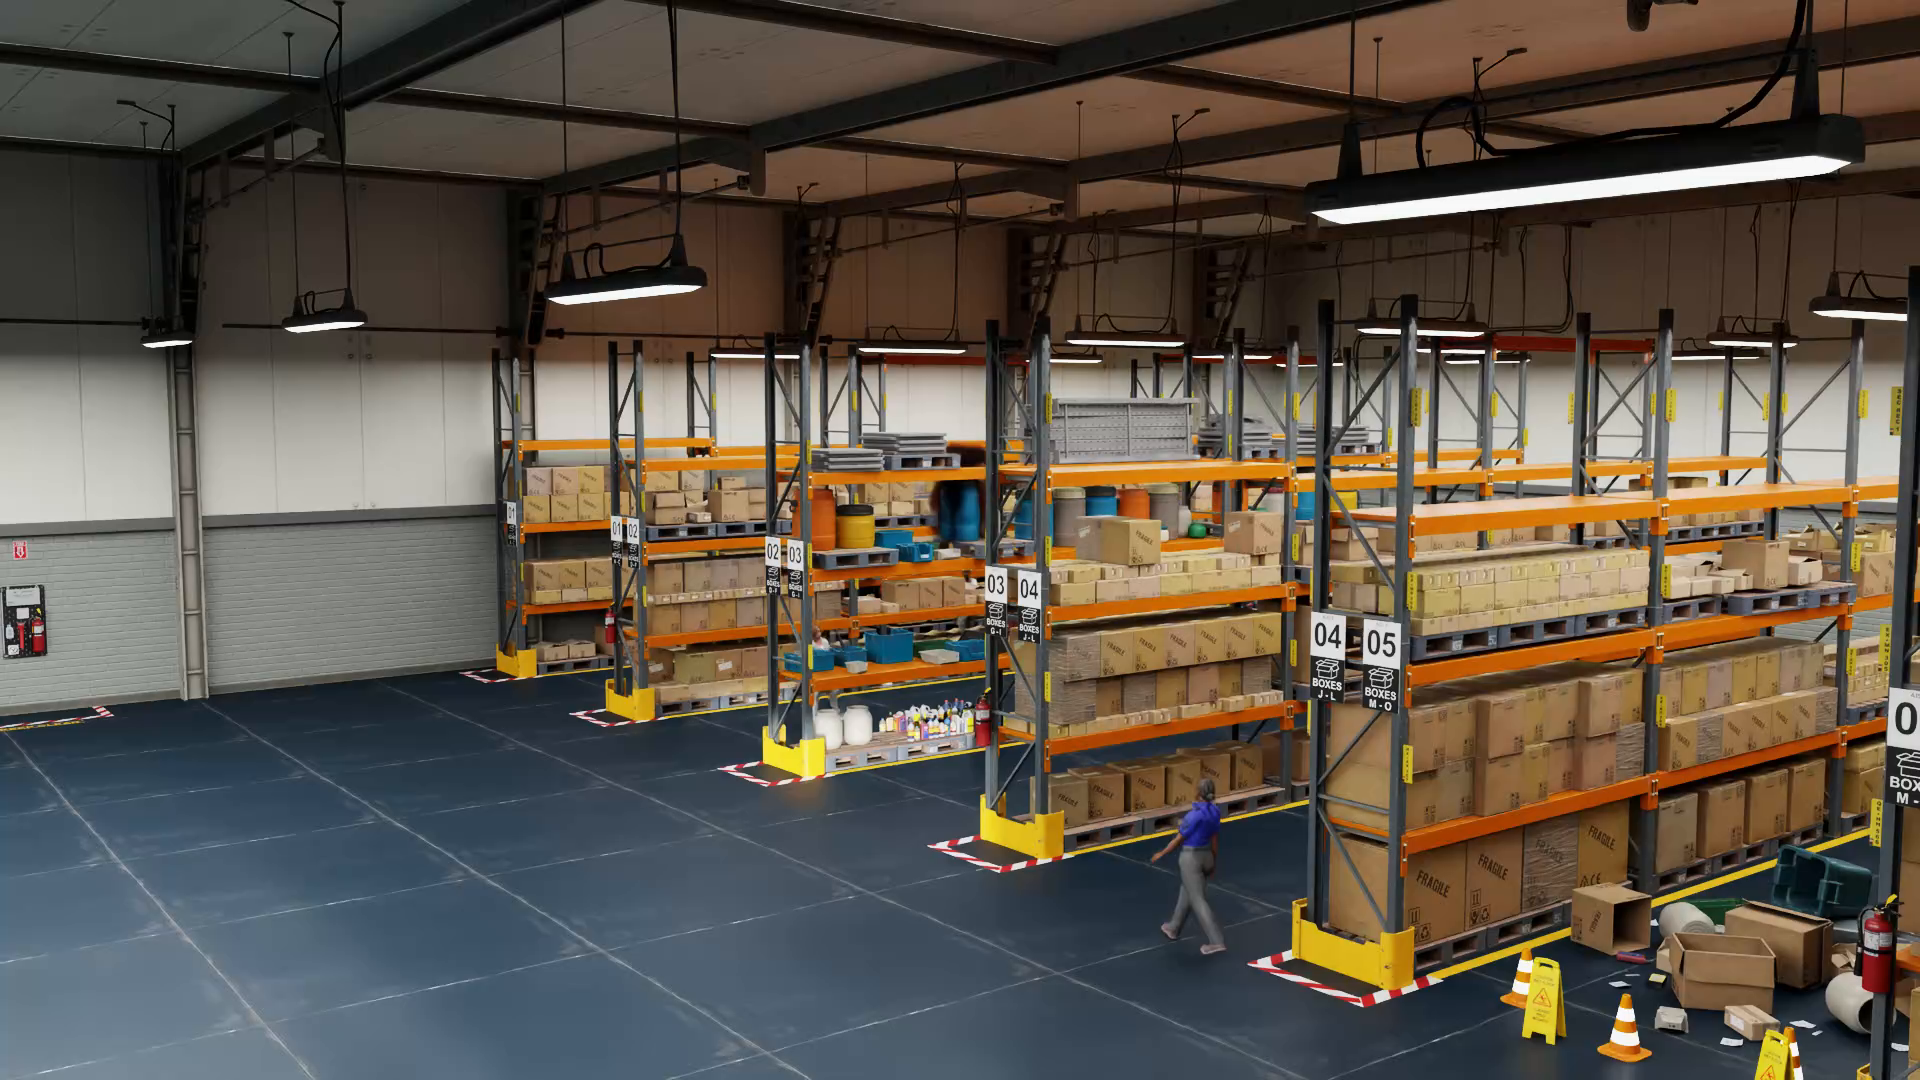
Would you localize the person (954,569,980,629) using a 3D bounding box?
[{"bbox_3d":[0.168,1.386,32.867,0.585,1.802,0.521,-3,6,-28],"label":"person"}]

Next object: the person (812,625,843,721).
[{"bbox_3d":[-2.113,2.112,25.915,0.535,1.546,0.688,-2,5,-19],"label":"person"}]

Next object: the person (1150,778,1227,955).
[{"bbox_3d":[2.176,3.007,15.474,0.561,1.588,1.007,-4,6,-38],"label":"person"}]
